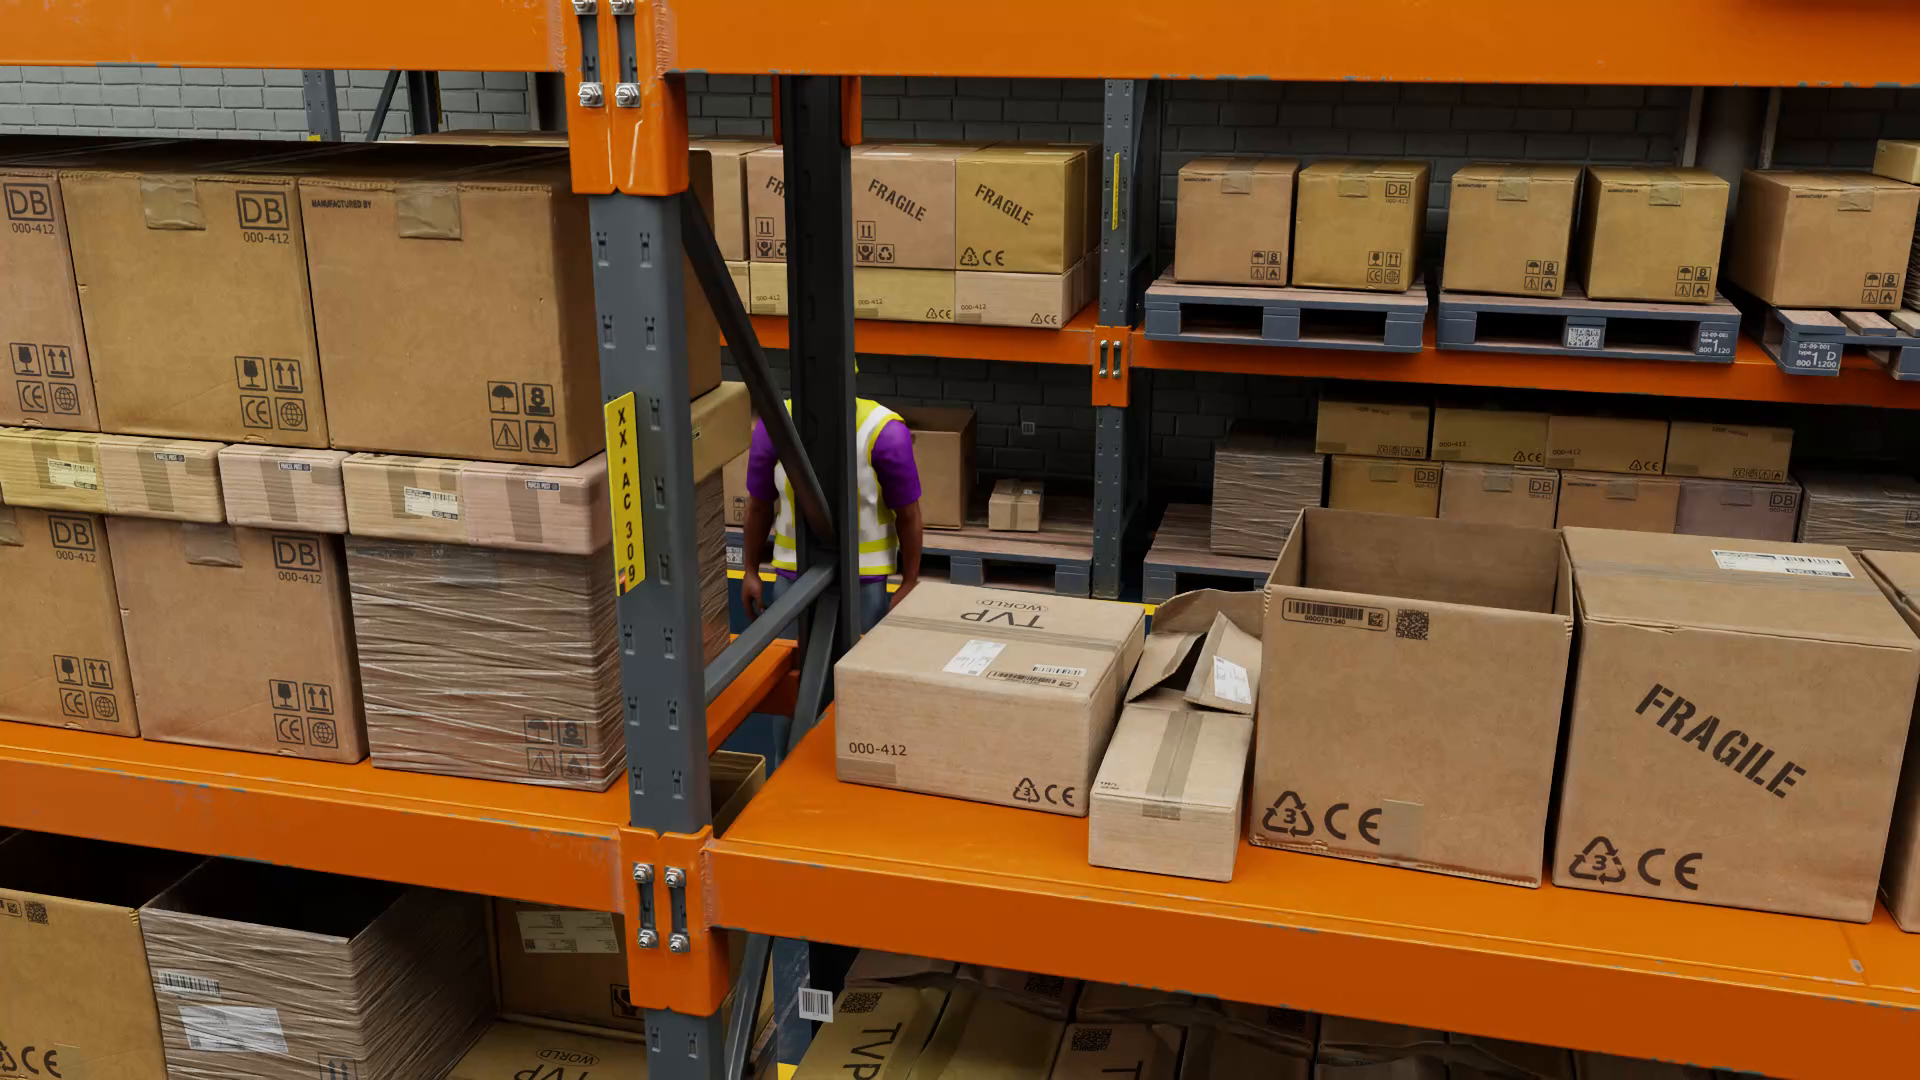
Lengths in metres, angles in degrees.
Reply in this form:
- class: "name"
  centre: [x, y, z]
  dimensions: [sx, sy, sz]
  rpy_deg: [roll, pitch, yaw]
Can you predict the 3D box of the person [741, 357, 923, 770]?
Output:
- class: "person"
  centre: [-0.438, 0.138, 5.607]
  dimensions: [0.621, 1.759, 0.461]
  rpy_deg: [4, 19, 11]
